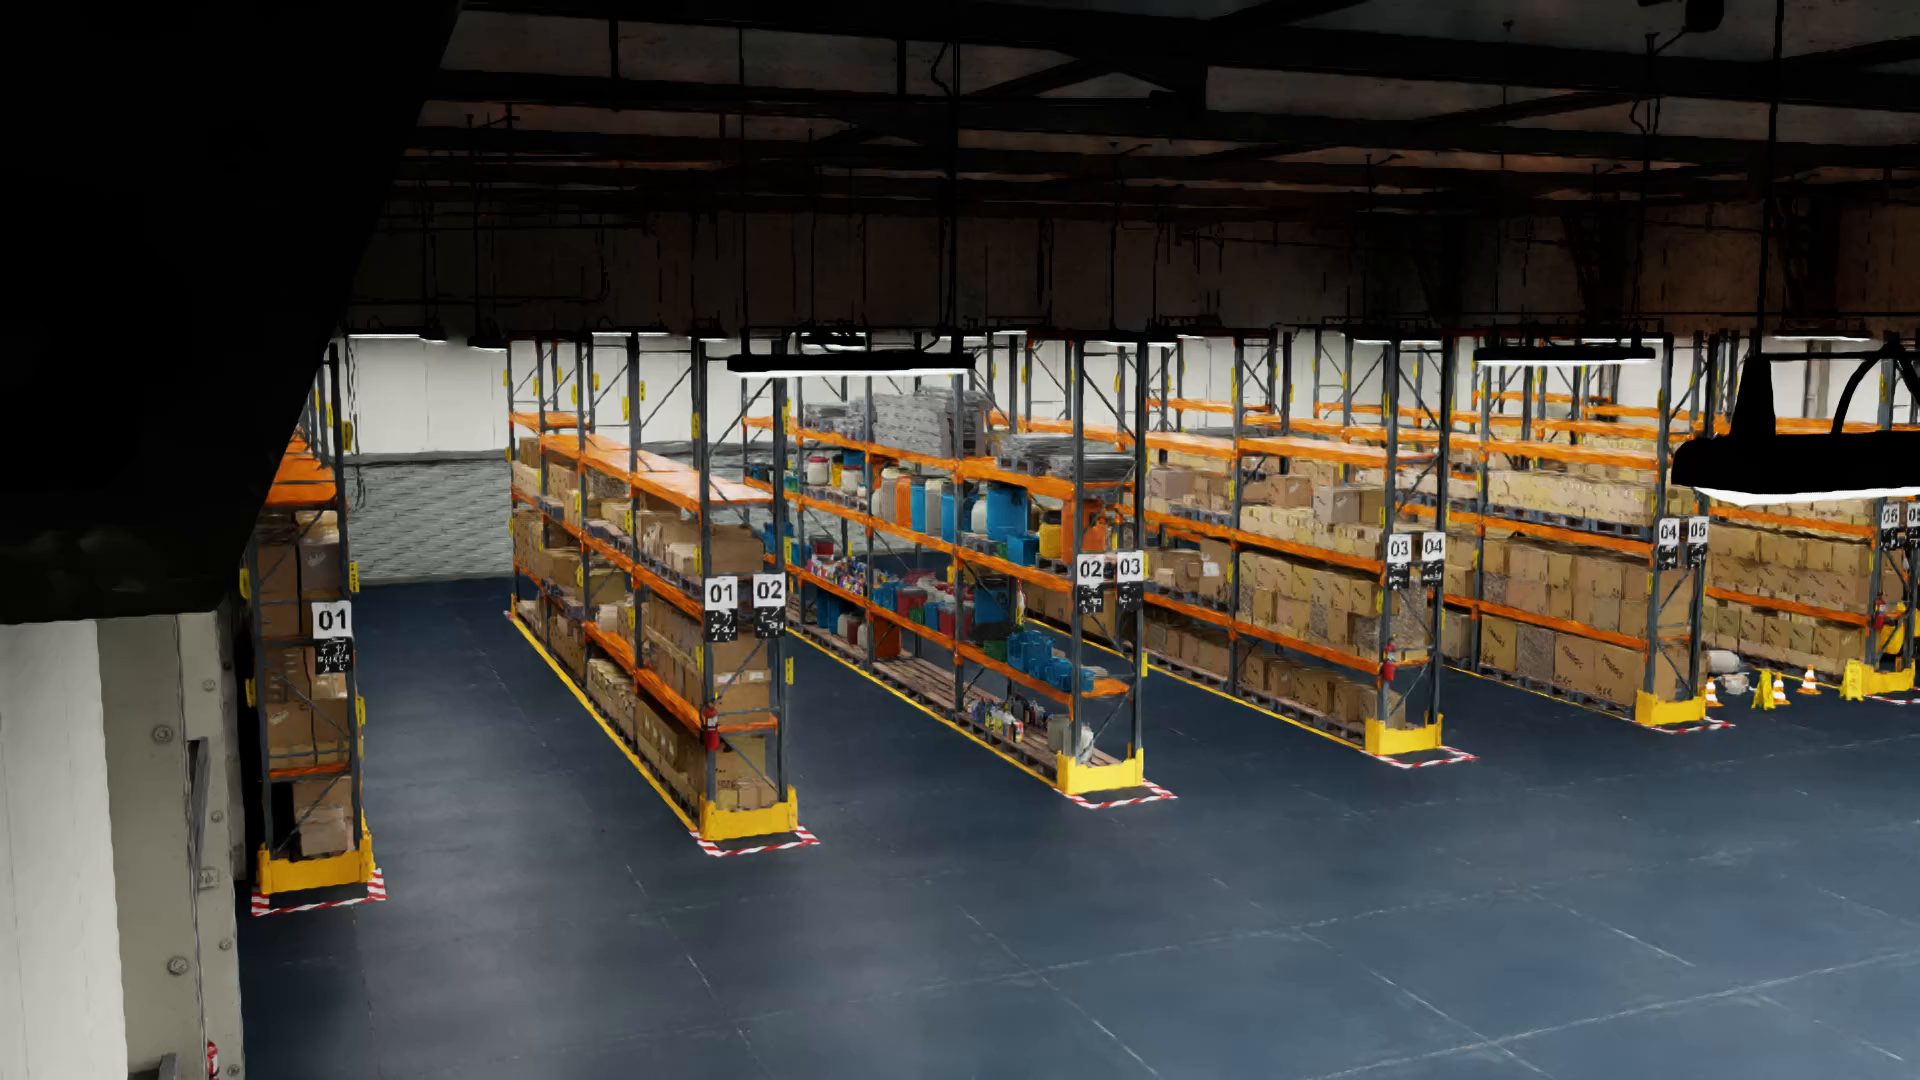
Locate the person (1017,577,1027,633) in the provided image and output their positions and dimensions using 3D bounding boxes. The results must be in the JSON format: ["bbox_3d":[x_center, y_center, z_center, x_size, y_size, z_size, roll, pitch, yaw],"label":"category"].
[{"bbox_3d":[0.974,1.480,29.336,0.528,1.727,1.030,-5,9,-31],"label":"person"}]

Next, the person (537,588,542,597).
[{"bbox_3d":[-8.979,0.516,36.394,0.566,1.762,0.583,5,9,30],"label":"person"}]
